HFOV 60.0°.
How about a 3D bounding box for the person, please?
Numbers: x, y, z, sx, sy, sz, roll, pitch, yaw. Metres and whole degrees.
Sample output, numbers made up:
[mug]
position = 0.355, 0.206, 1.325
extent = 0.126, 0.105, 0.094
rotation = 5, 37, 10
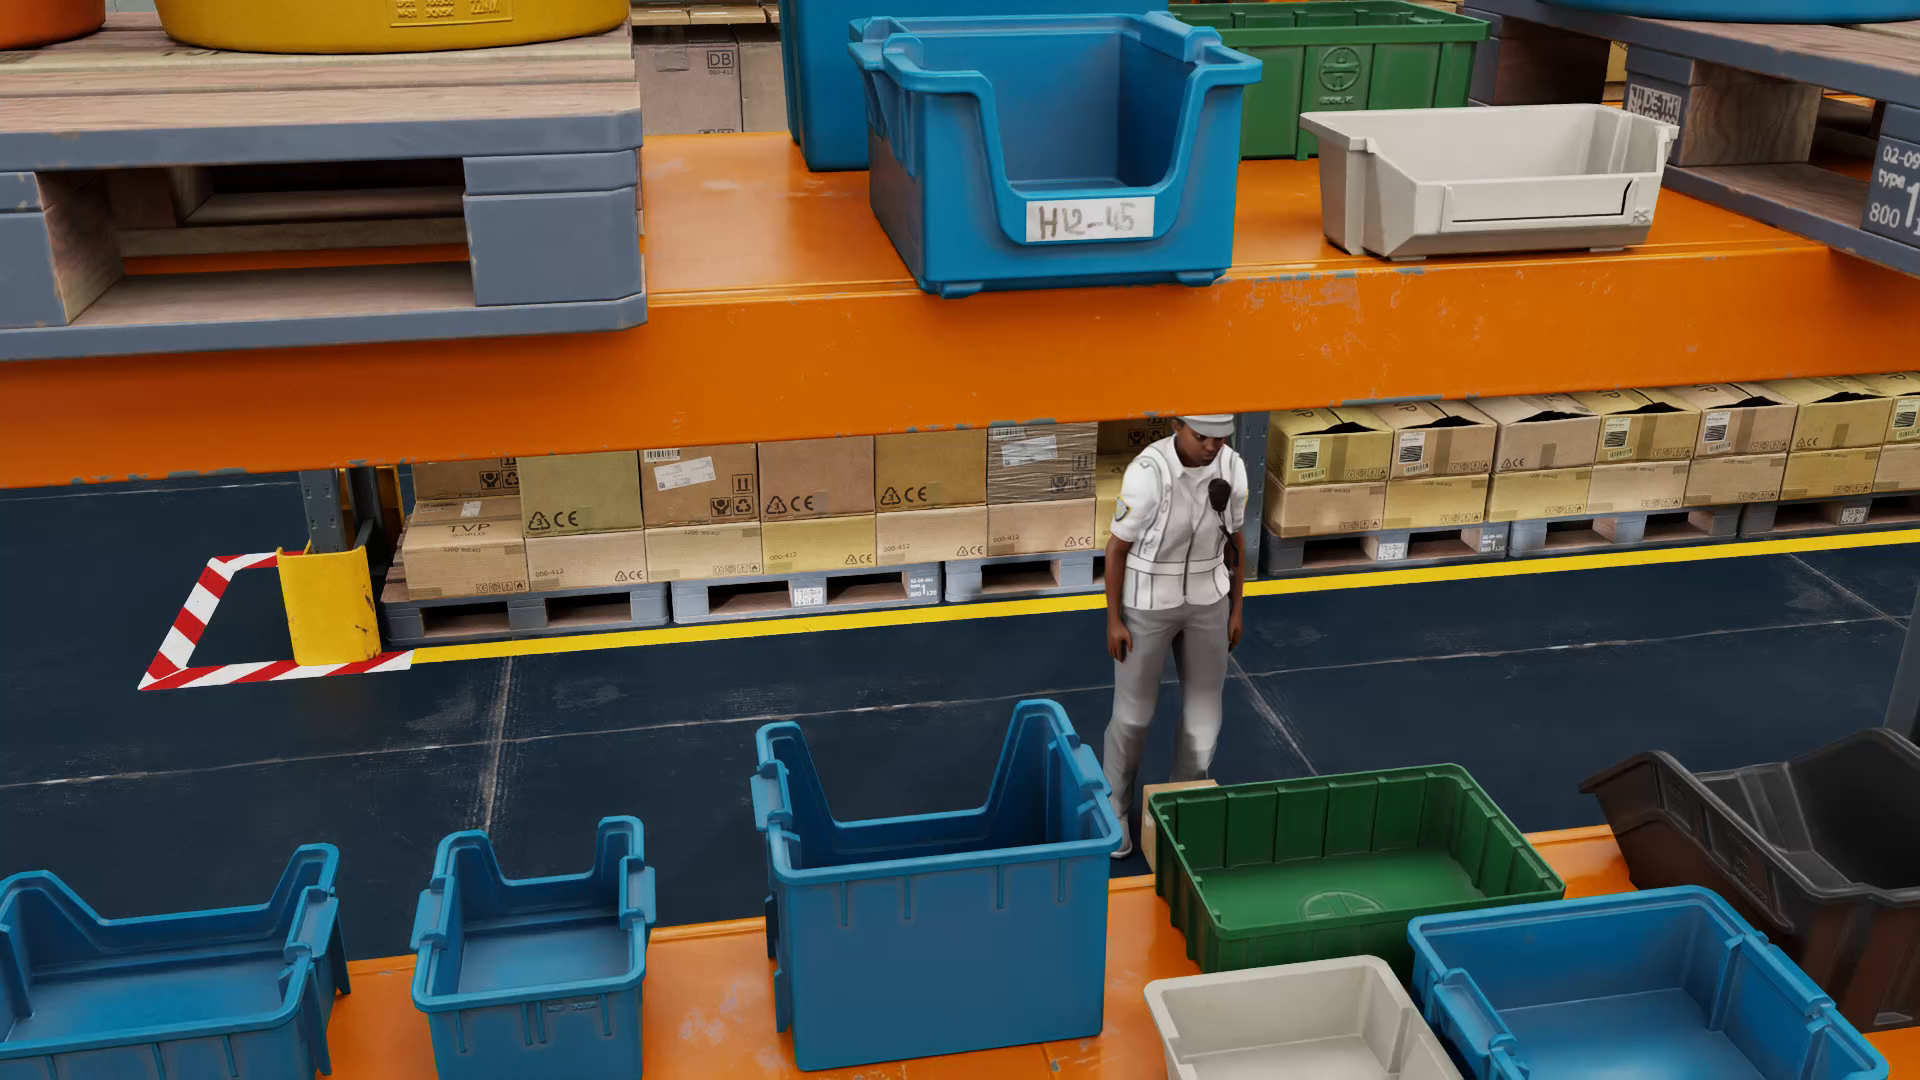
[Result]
[person]
position = 0.708, 0.251, 5.525
extent = 0.516, 1.655, 0.395
rotation = -5, 24, -12
